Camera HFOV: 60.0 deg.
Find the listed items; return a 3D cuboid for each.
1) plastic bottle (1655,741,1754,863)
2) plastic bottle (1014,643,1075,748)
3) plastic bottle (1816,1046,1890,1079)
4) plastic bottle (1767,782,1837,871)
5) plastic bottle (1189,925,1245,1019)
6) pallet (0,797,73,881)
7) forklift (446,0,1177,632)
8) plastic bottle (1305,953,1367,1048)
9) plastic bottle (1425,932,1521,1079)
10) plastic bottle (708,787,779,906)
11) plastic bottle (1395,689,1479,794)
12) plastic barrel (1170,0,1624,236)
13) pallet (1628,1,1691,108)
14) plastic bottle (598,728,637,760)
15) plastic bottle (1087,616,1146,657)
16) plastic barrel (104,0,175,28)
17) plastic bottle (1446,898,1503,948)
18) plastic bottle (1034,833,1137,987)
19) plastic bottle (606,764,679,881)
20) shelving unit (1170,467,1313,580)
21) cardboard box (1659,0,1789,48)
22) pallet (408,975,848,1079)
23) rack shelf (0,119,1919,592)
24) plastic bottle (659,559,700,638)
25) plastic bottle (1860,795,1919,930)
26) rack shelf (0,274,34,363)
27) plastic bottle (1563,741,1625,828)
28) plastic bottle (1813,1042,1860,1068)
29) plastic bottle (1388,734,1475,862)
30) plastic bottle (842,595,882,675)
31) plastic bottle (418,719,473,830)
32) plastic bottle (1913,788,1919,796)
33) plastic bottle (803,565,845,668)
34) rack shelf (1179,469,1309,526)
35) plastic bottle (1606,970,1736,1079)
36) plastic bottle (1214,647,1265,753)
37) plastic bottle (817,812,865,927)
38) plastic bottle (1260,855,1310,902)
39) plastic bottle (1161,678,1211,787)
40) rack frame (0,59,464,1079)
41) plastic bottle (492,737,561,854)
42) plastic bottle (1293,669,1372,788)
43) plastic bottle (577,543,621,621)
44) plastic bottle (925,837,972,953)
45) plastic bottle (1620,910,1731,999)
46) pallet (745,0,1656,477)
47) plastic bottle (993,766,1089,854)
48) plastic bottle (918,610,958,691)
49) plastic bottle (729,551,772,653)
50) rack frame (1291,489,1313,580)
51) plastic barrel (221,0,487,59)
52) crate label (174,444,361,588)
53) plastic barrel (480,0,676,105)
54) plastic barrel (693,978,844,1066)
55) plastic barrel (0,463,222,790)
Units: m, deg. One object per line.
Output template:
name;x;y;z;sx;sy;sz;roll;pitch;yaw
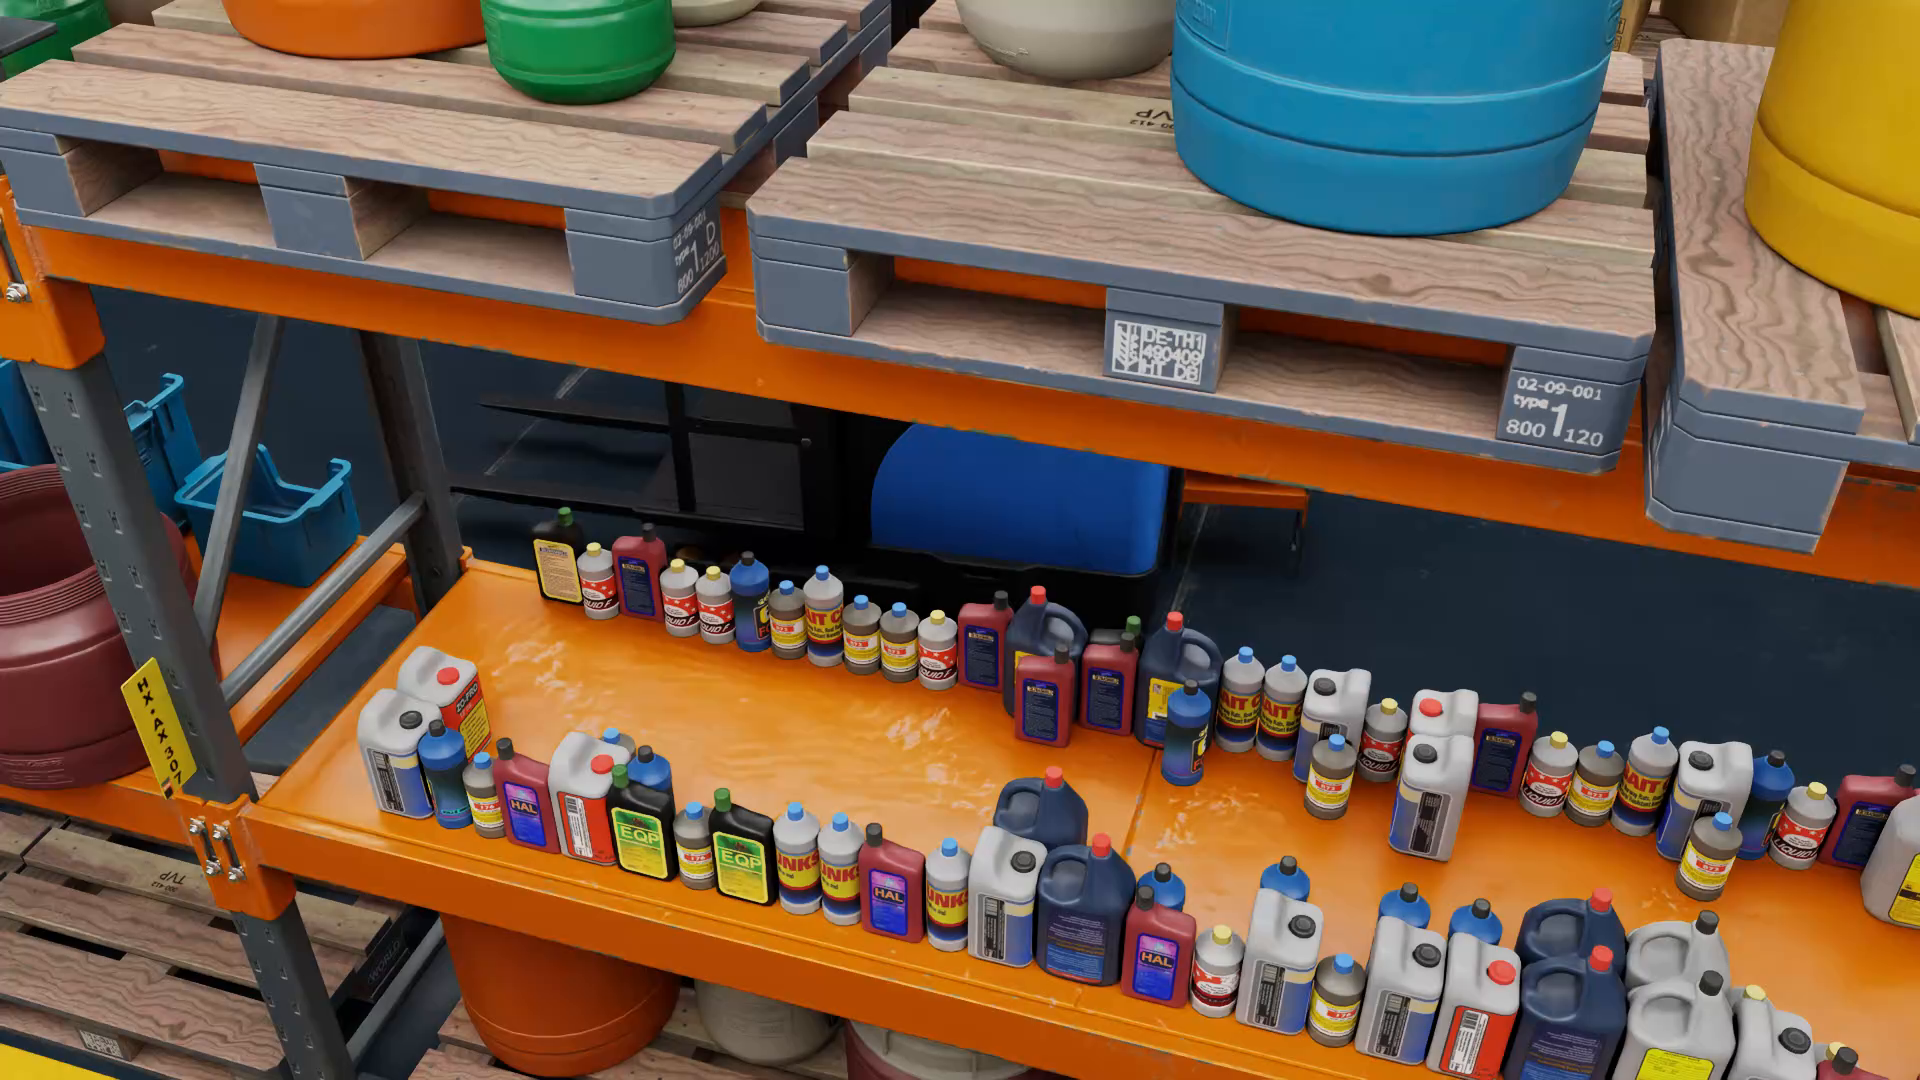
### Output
plastic bottle;1.598;0.552;3.575;0.135;0.276;0.152;10;38;14
plastic bottle;0.195;0.350;3.842;0.133;0.283;0.061;10;38;14
plastic bottle;1.569;1.009;2.947;0.133;0.283;0.061;10;38;14
plastic bottle;1.810;0.604;3.567;0.097;0.201;0.097;0;36;0
plastic bottle;0.504;0.833;3.255;0.097;0.201;0.097;0;36;0
pallet;-3.431;0.904;5.344;1.213;0.211;1.003;10;38;14
forklift;-0.673;-1.264;5.995;3.031;2.935;1.130;7;37;9
plastic bottle;0.726;0.874;3.199;0.097;0.201;0.097;0;36;0
plastic bottle;0.973;0.873;3.138;0.135;0.276;0.152;10;38;14
plastic bottle;-0.449;0.635;3.455;0.133;0.283;0.061;10;38;14
plastic bottle;1.064;0.453;3.709;0.135;0.276;0.152;10;38;14
plastic barrel;0.601;-0.931;2.176;0.708;0.901;0.600;10;38;14
pallet;3.026;-2.064;7.186;1.213;0.211;1.003;10;38;14
plastic bottle;-0.765;0.504;3.702;0.097;0.201;0.097;0;36;0
plastic bottle;0.366;0.292;3.921;0.133;0.283;0.061;10;38;14
plastic barrel;-1.747;-1.325;3.394;0.421;0.512;0.421;0;36;0
plastic bottle;0.993;0.801;3.240;0.097;0.271;0.097;0;36;0
plastic bottle;0.249;0.712;3.294;0.185;0.351;0.144;10;38;14
plastic bottle;-0.670;0.594;3.510;0.133;0.283;0.061;10;38;14
shelving unit;1.098;-0.414;6.297;0.503;1.200;0.258;4;37;4
cardboard box;3.371;-2.358;6.985;0.500;0.500;0.700;-1;36;-2
pallet;-0.777;1.395;4.676;1.213;0.211;1.003;10;38;14
rack shelf;0.367;-0.408;2.850;4.000;0.370;1.077;10;38;14
plastic bottle;-0.704;0.138;4.199;0.097;0.201;0.097;0;36;0
plastic bottle;1.998;0.631;3.404;0.185;0.351;0.144;10;38;14
rack shelf;-3.451;-1.115;3.811;4.000;0.370;1.077;10;38;14
plastic bottle;1.403;0.528;3.669;0.097;0.201;0.097;0;36;0
plastic bottle;1.575;0.994;3.037;0.097;0.201;0.097;0;36;0
plastic bottle;1.018;0.539;3.592;0.135;0.276;0.152;10;38;14
plastic bottle;-0.239;0.224;4.082;0.097;0.201;0.097;0;36;0
plastic bottle;-1.123;0.504;3.643;0.097;0.271;0.097;0;36;0
plastic bottle;2.053;0.604;3.497;0.133;0.283;0.061;10;38;14
plastic bottle;-0.332;0.179;4.085;0.097;0.271;0.097;0;36;0
rack shelf;1.096;-0.200;6.455;0.480;0.148;0.258;4;37;4
plastic bottle;1.301;0.906;3.030;0.185;0.351;0.144;10;38;14
plastic bottle;0.647;0.360;3.839;0.097;0.271;0.097;0;36;0
plastic bottle;-0.241;0.667;3.422;0.097;0.271;0.097;0;36;0
plastic bottle;0.643;0.736;3.328;0.097;0.271;0.097;0;36;0
plastic bottle;0.511;0.425;3.751;0.097;0.271;0.097;0;36;0
rack frame;-1.542;0.157;4.007;0.127;3.000;1.000;10;38;14
plastic bottle;-0.925;0.547;3.575;0.133;0.283;0.061;10;38;14
plastic bottle;0.842;0.412;3.765;0.135;0.276;0.152;10;38;14
plastic bottle;-0.924;0.098;4.255;0.097;0.201;0.097;0;36;0
plastic bottle;-0.021;0.708;3.366;0.097;0.271;0.097;0;36;0
plastic bottle;1.344;0.825;3.141;0.185;0.351;0.144;10;38;14
pallet;0.415;-0.550;2.596;1.213;0.211;1.003;10;38;14
plastic bottle;0.166;0.602;3.444;0.185;0.351;0.144;10;38;14
plastic bottle;-0.054;0.259;4.036;0.097;0.201;0.097;0;36;0
plastic bottle;-0.518;0.145;4.132;0.097;0.271;0.097;0;36;0
rack frame;1.341;-0.398;6.278;0.015;1.200;0.240;4;37;4
plastic barrel;-1.001;-1.291;2.727;0.708;0.830;0.600;10;38;14
crate label;-1.833;-0.062;4.446;0.416;0.233;0.303;10;38;14
plastic barrel;-0.599;-0.841;2.608;0.294;0.245;0.294;0;36;0
plastic barrel;-0.505;1.116;4.448;0.421;0.512;0.421;0;36;0
plastic barrel;-2.076;0.191;3.845;0.708;0.536;0.600;10;38;14
